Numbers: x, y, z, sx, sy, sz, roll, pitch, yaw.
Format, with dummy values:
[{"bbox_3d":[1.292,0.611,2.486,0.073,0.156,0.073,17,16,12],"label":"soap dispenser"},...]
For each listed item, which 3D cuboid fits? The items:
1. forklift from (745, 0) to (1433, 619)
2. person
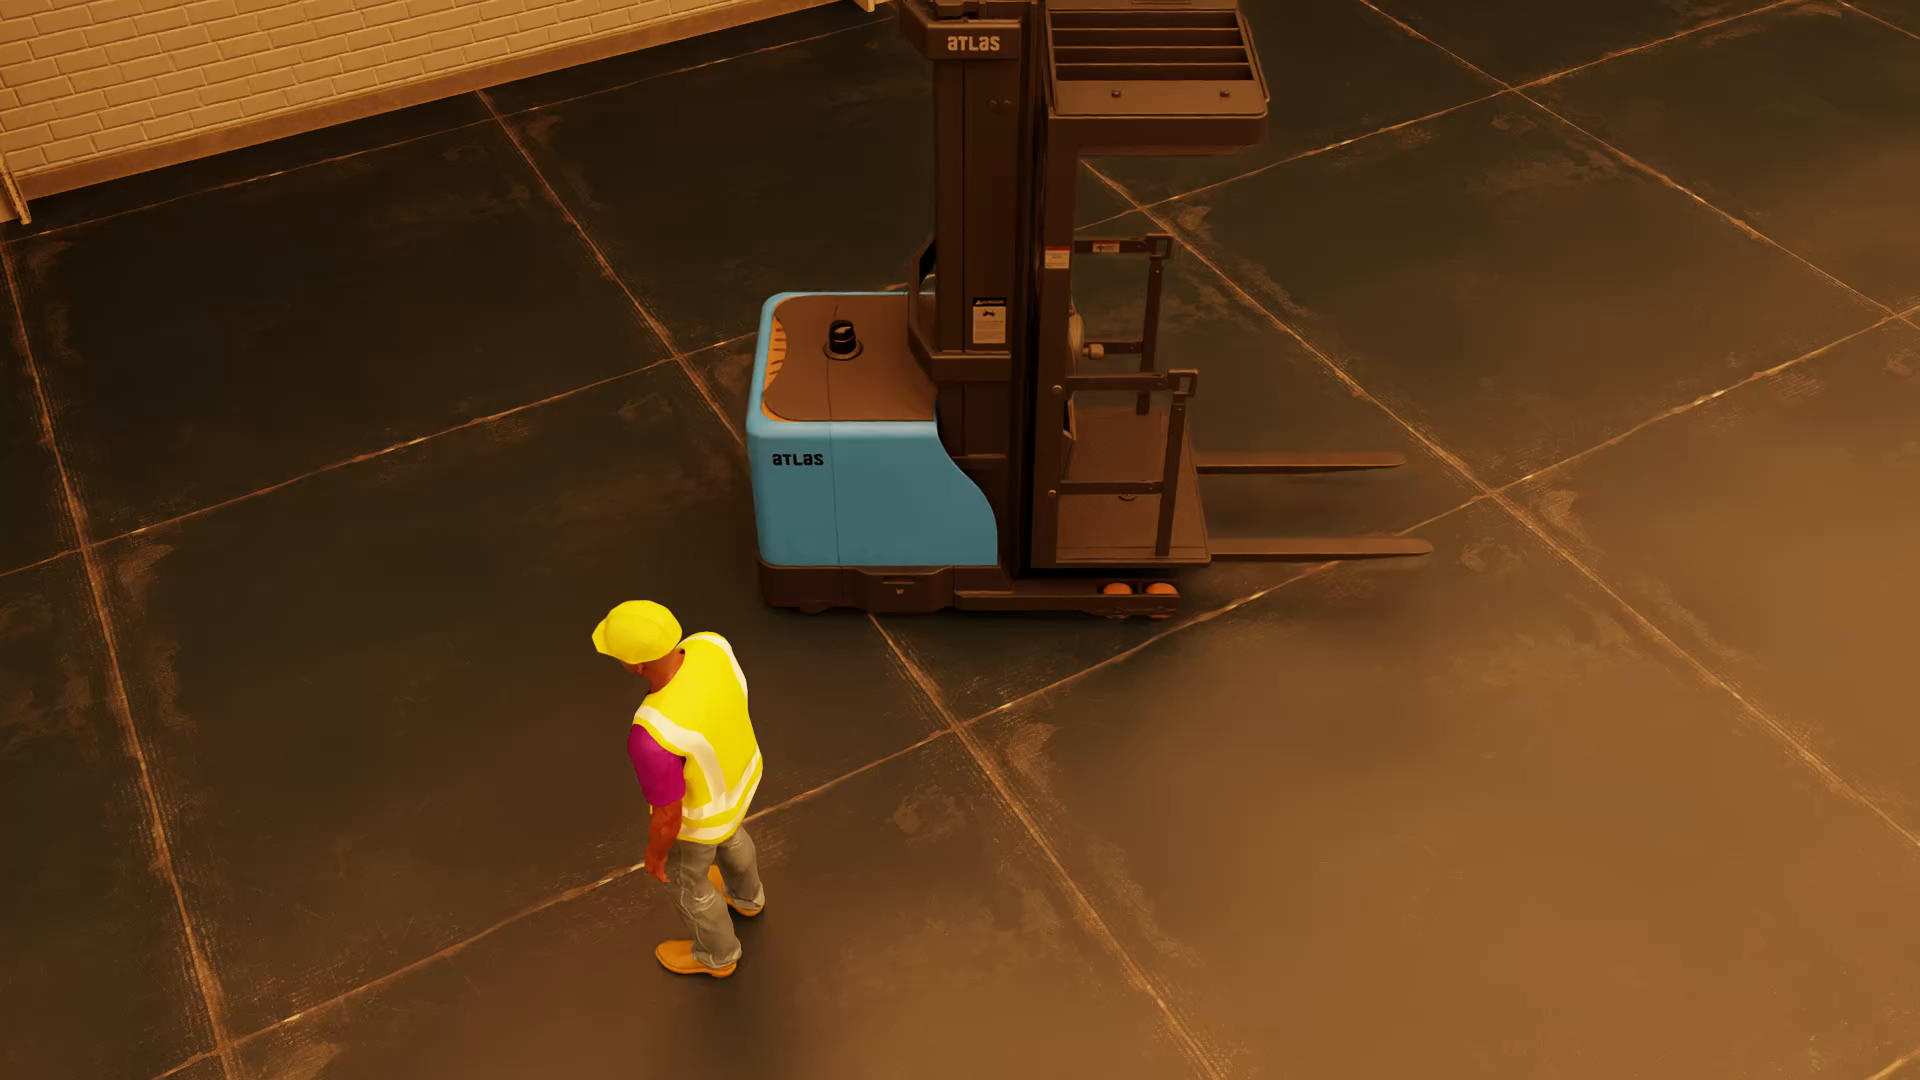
[{"bbox_3d":[0.614,-1.084,6.867,3.031,2.935,1.130,0,43,0],"label":"forklift"},{"bbox_3d":[-0.912,0.847,5.649,0.463,1.759,0.629,13,44,14],"label":"person"}]
